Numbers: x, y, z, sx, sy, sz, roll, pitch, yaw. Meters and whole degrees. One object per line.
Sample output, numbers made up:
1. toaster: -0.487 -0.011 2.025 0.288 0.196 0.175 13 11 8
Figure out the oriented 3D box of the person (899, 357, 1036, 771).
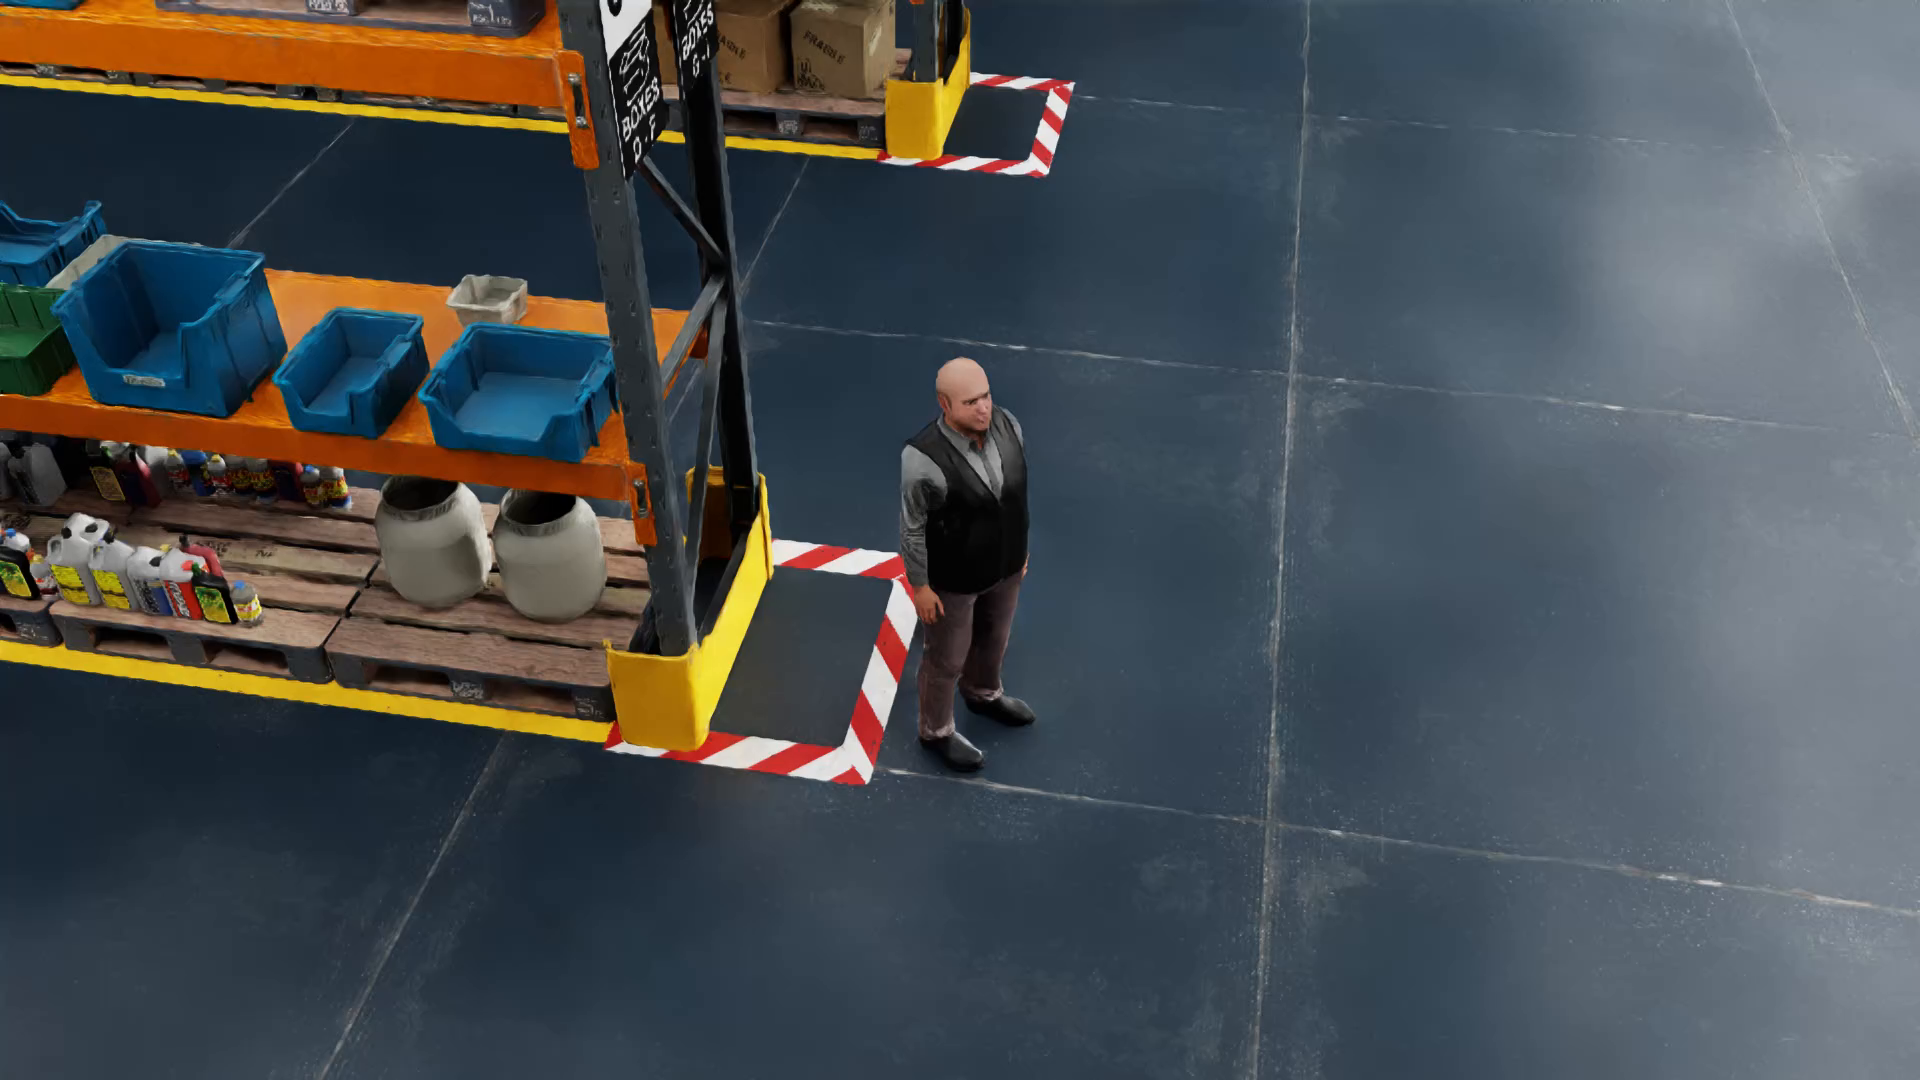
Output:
1. person: 0.046 0.098 6.029 0.542 1.723 0.374 -29 48 -30
